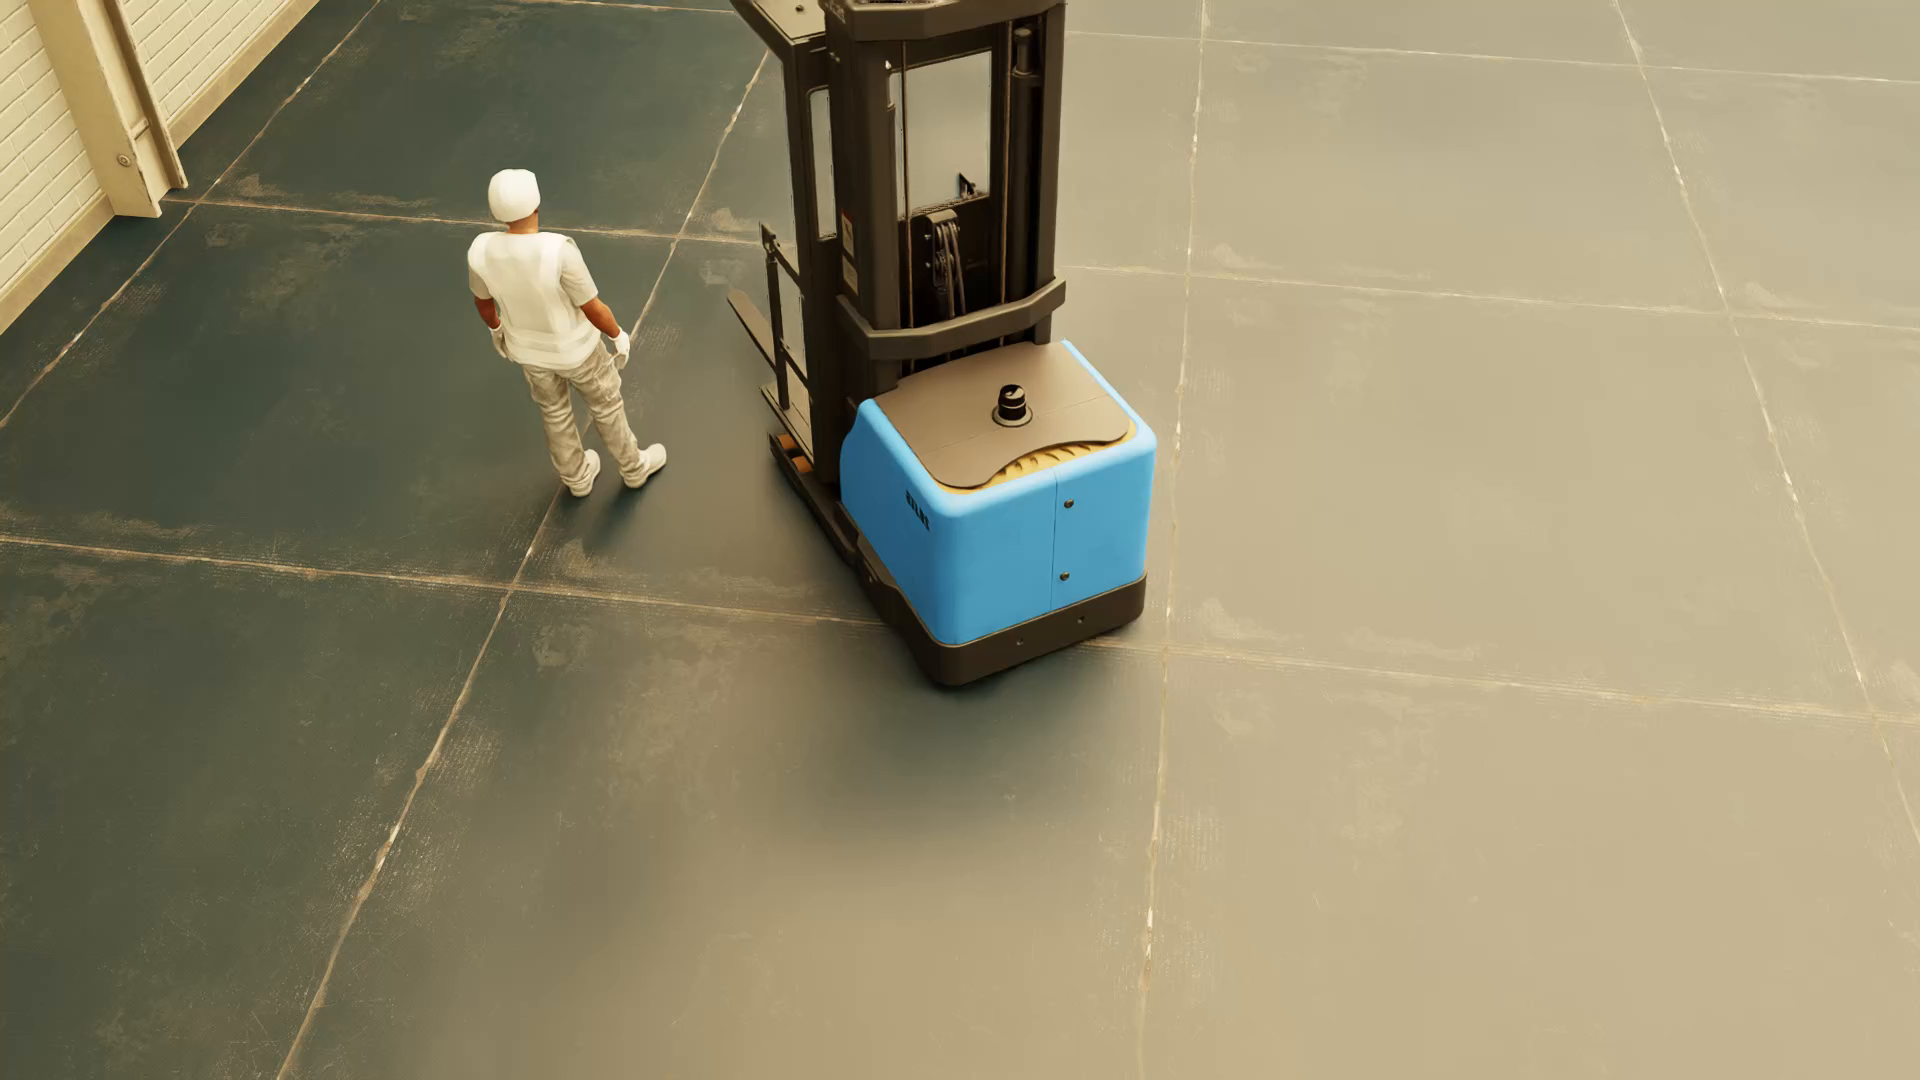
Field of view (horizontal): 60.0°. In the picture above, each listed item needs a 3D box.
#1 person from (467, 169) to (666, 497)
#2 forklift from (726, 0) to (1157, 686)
[{"bbox_3d":[-1.815,-0.948,7.596,0.658,1.785,0.569,8,43,9],"label":"person"},{"bbox_3d":[-0.290,-1.452,7.305,1.130,2.935,3.031,-19,46,-19],"label":"forklift"}]
